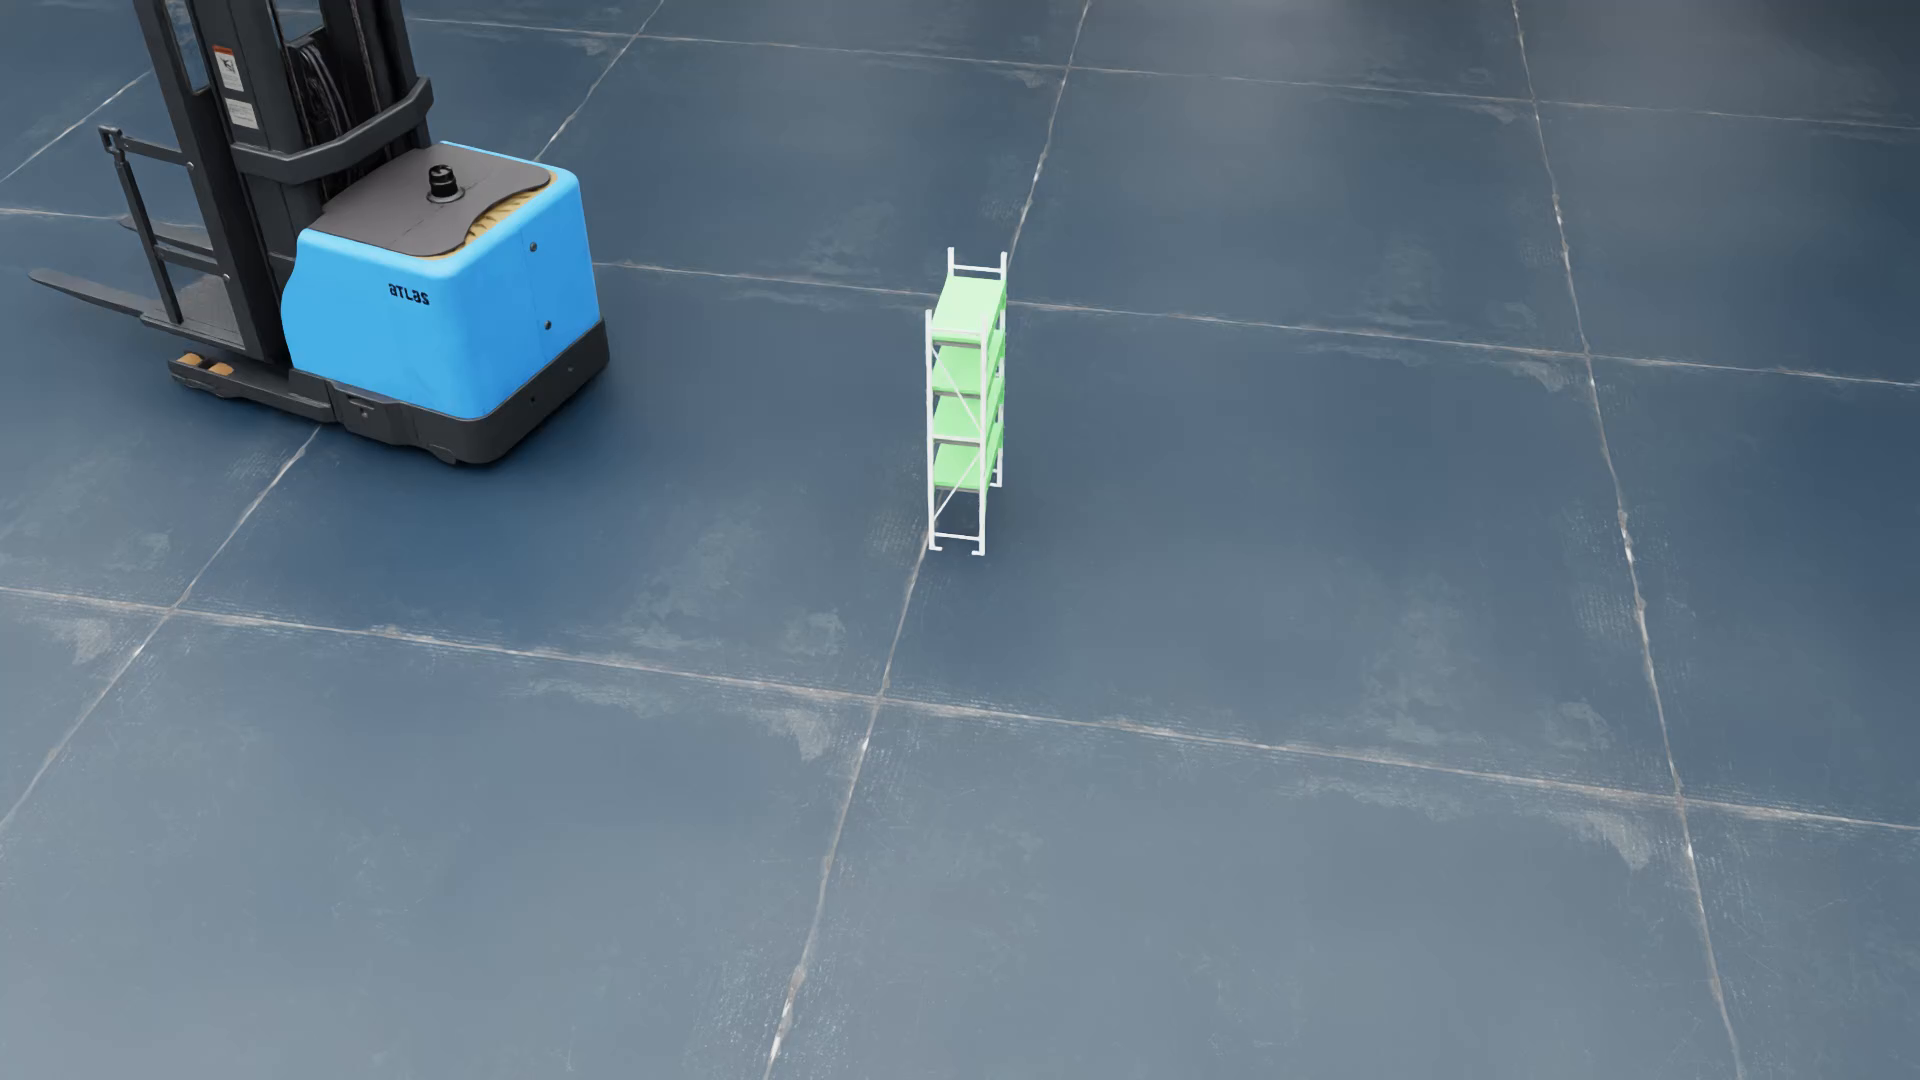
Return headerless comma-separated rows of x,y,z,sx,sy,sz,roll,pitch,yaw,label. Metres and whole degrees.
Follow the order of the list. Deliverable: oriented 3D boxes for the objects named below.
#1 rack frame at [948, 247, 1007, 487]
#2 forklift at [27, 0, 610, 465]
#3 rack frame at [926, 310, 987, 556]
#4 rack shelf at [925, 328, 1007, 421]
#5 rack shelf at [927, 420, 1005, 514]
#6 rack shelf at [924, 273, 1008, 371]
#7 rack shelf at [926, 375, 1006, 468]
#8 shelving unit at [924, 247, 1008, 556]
0.071,-0.719,7.179,0.240,1.200,0.015,6,40,8,rack frame
-3.290,-2.108,7.500,3.031,2.935,1.130,17,42,19,forklift
-0.014,-0.413,6.808,0.240,1.200,0.015,6,40,8,rack frame
0.029,-0.702,6.881,0.258,0.148,0.480,6,40,8,rack shelf
0.029,-0.332,7.187,0.258,0.148,0.480,6,40,8,rack shelf
0.029,-0.887,6.728,0.258,0.148,0.480,6,40,8,rack shelf
0.029,-0.517,7.034,0.258,0.148,0.480,6,40,8,rack shelf
0.029,-0.566,6.993,0.258,1.200,0.503,6,40,8,shelving unit
